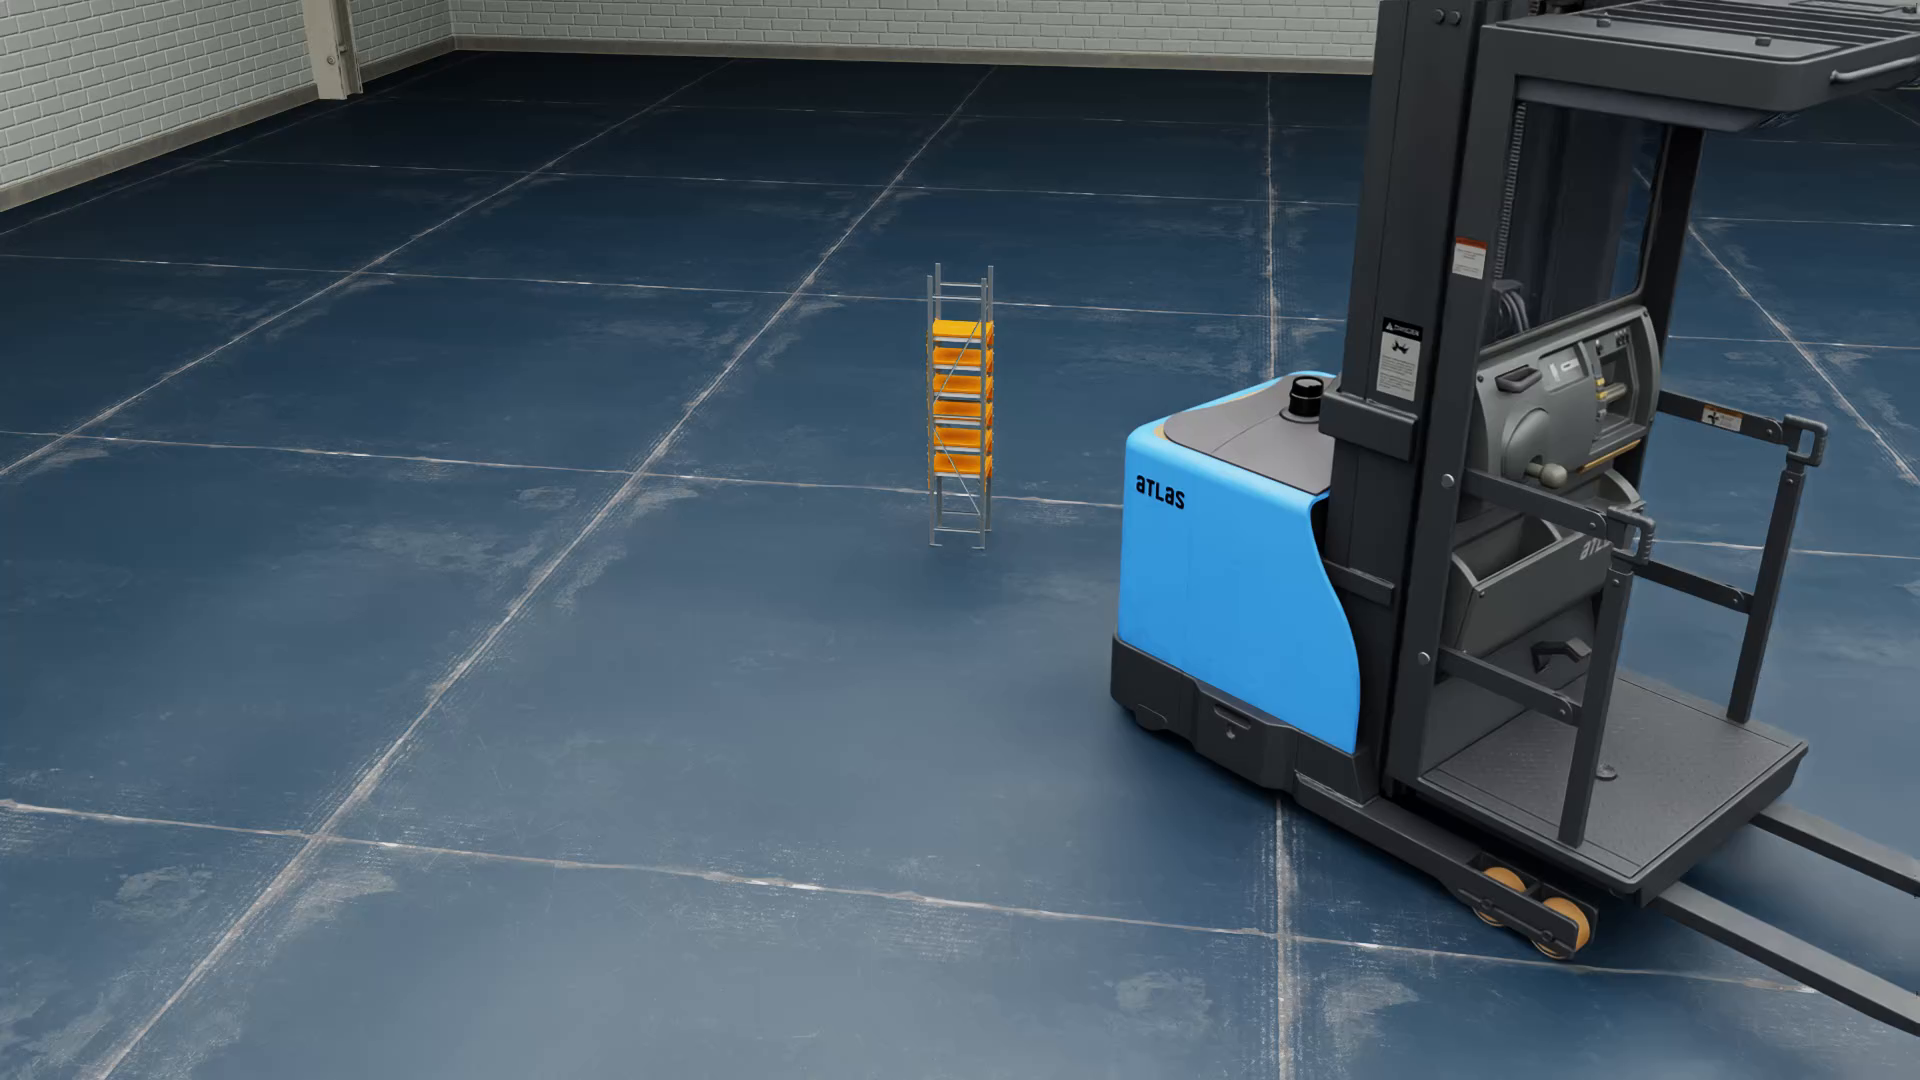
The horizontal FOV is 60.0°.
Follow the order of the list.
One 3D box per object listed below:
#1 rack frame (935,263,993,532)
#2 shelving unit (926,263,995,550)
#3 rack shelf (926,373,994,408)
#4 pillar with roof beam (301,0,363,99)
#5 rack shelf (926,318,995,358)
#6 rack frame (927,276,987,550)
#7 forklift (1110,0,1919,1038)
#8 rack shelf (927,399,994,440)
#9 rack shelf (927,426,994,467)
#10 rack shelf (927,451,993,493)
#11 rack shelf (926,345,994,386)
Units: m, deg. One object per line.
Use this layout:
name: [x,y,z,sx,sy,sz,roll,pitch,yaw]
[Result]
rack frame: [0.017,-0.588,7.090,0.240,1.200,0.006,4,25,9]
shelving unit: [0.002,-0.549,7.009,0.258,1.200,0.189,4,25,9]
rack shelf: [0.002,-0.618,6.977,0.258,0.103,0.180,4,25,9]
pillar with roof beam: [-2.056,-8.296,14.360,9.100,9.000,0.400,4,25,9]
rack shelf: [0.002,-0.835,6.875,0.258,0.103,0.180,4,25,9]
rack frame: [-0.013,-0.511,6.927,0.240,1.200,0.006,4,25,9]
forklift: [1.885,-0.386,4.617,1.130,2.935,3.031,-20,32,-37]
rack shelf: [0.002,-0.509,7.027,0.258,0.103,0.180,4,25,9]
rack shelf: [0.002,-0.401,7.078,0.258,0.103,0.180,4,25,9]
rack shelf: [0.002,-0.292,7.129,0.258,0.103,0.180,4,25,9]
rack shelf: [0.002,-0.727,6.926,0.258,0.103,0.180,4,25,9]
